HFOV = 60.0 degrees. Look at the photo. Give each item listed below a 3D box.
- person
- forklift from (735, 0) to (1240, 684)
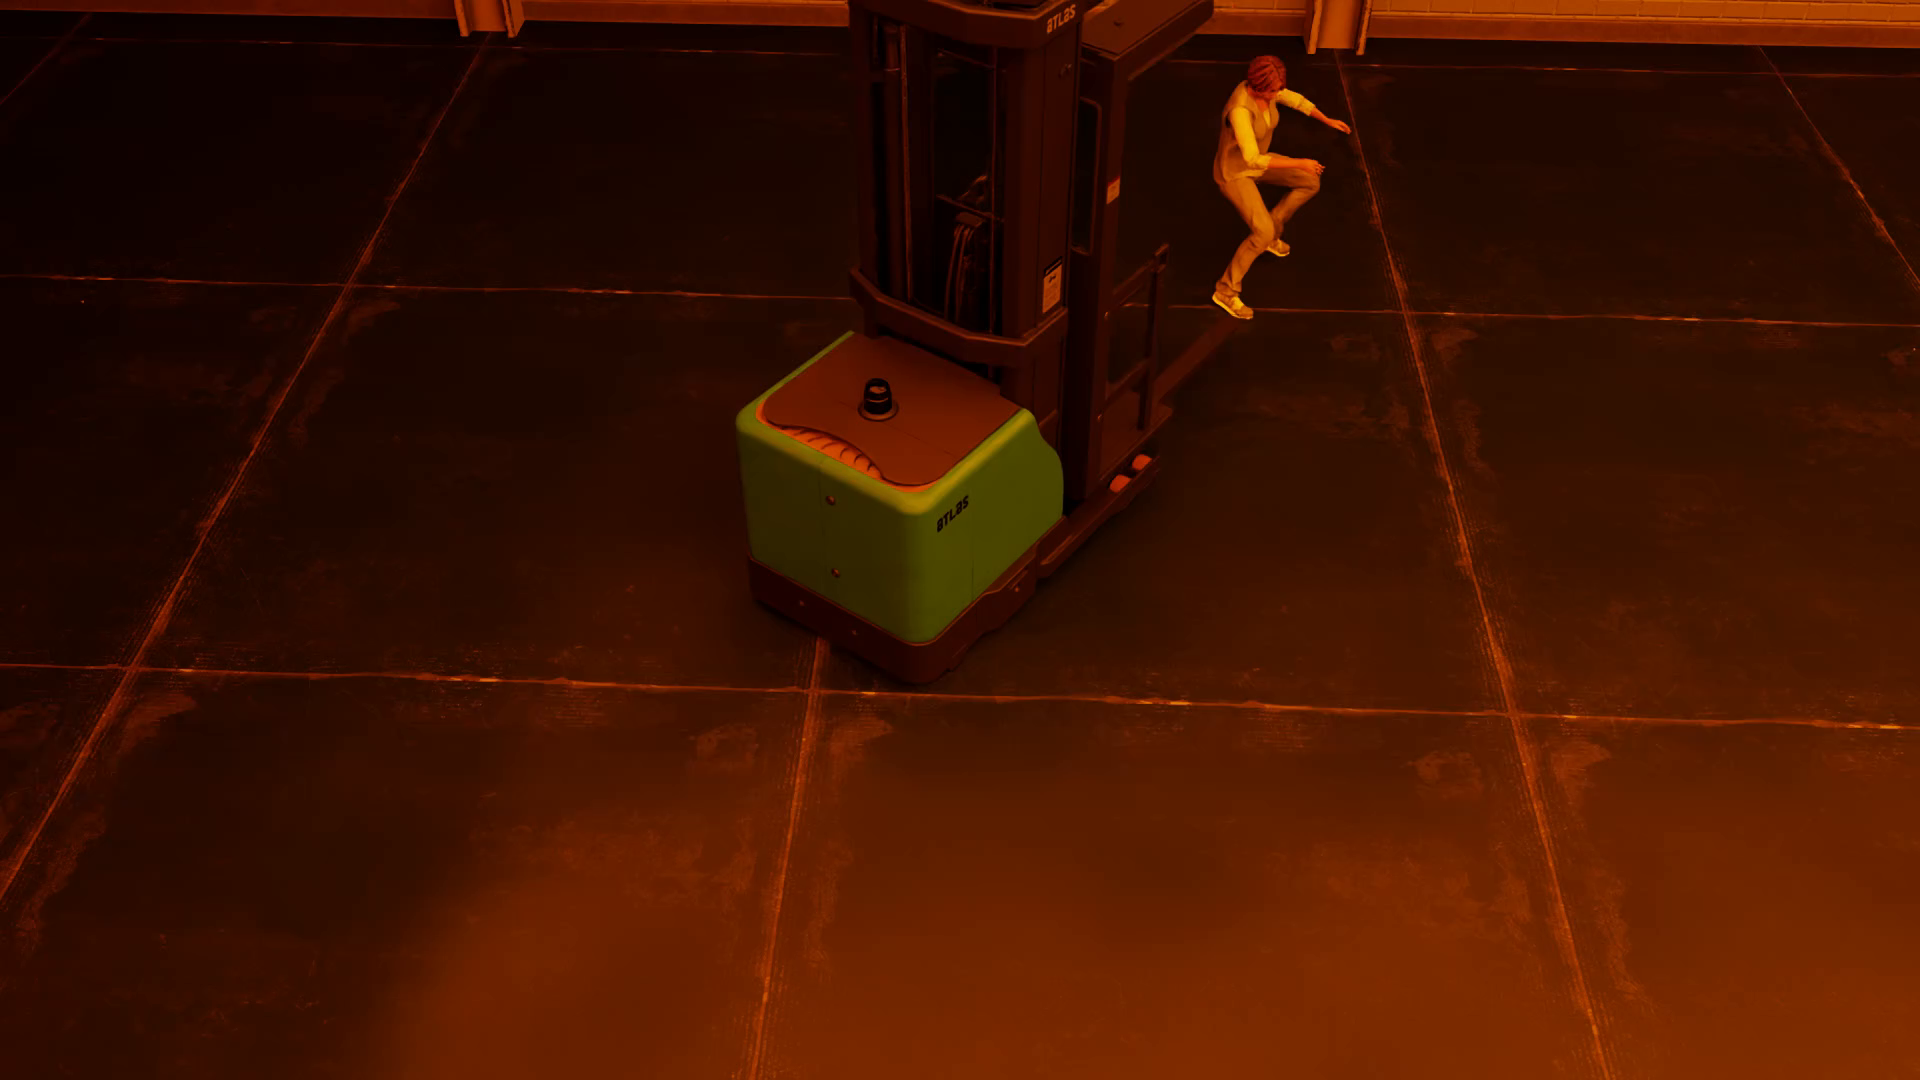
[{"bbox_3d":[1.703,-1.986,9.091,0.678,1.399,0.782,25,48,25],"label":"person"},{"bbox_3d":[0.326,-1.412,7.289,1.130,2.935,3.031,27,49,26],"label":"forklift"}]
